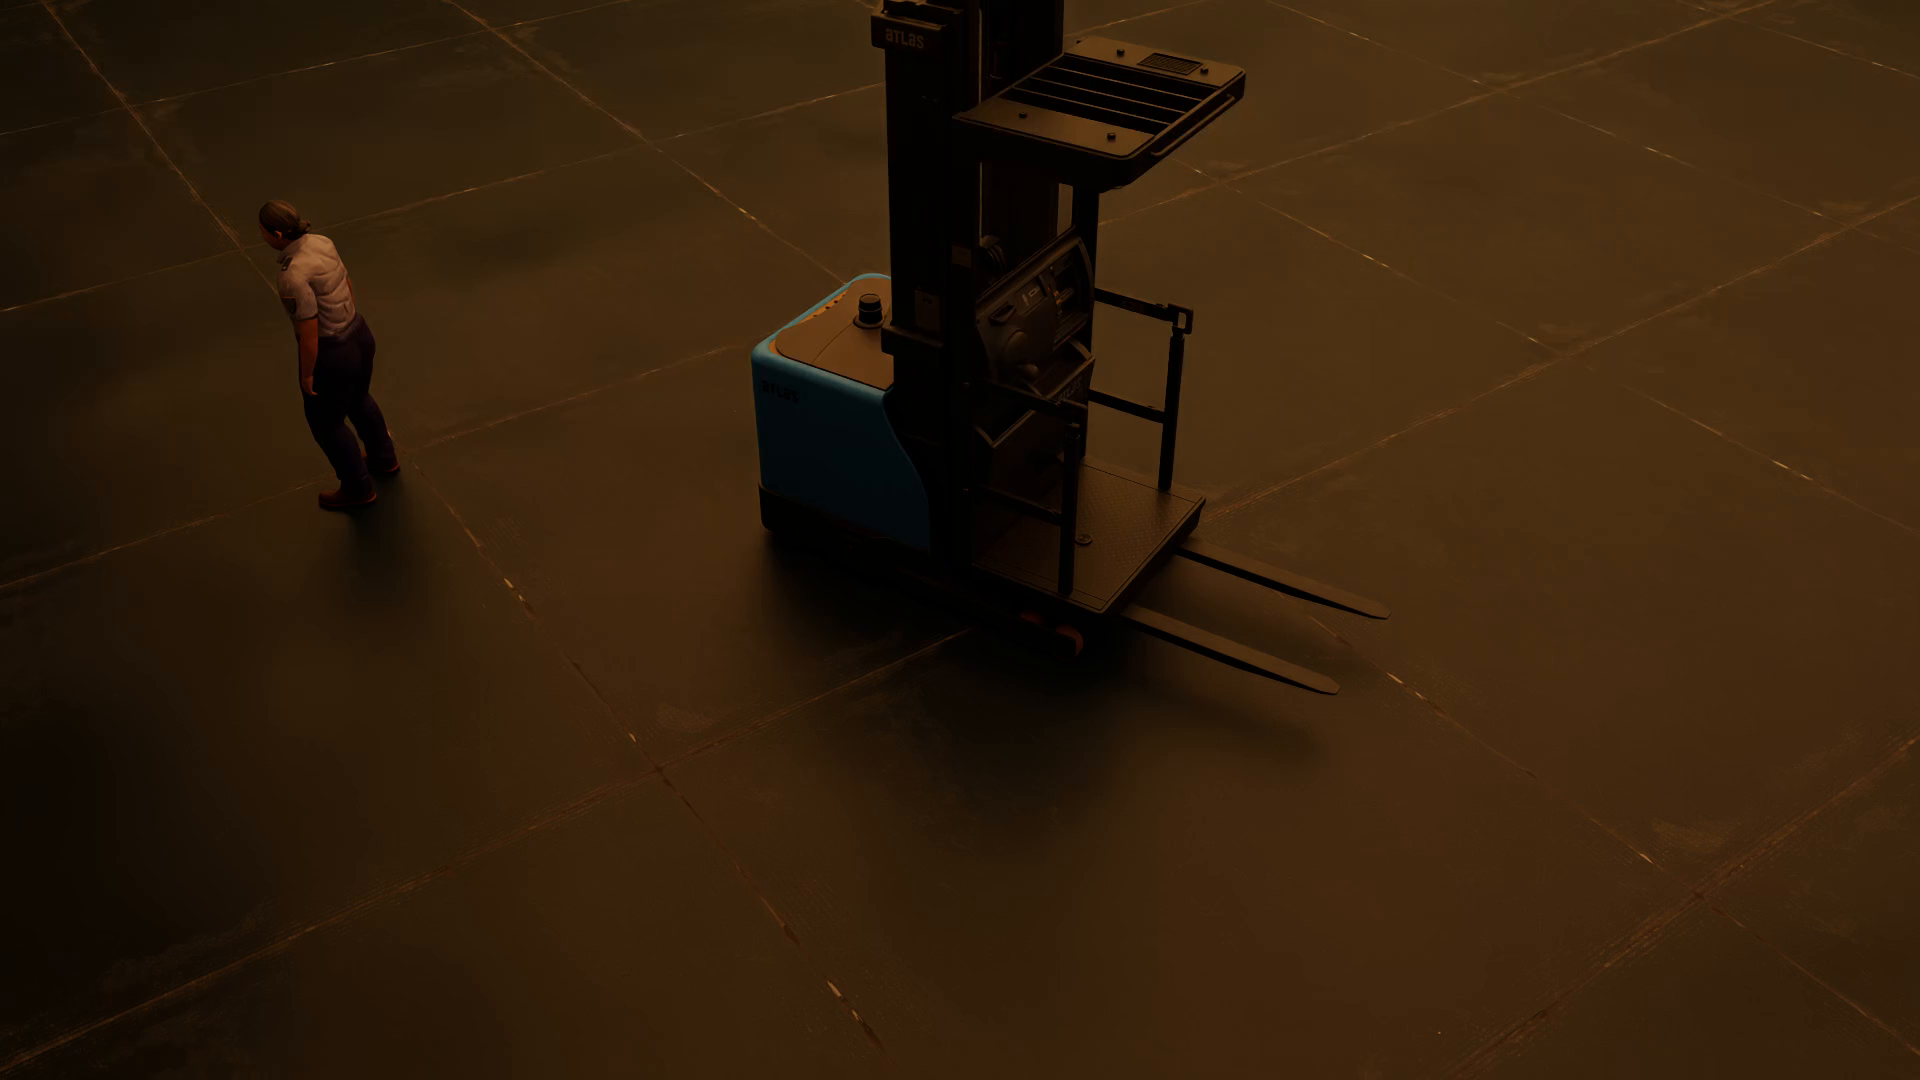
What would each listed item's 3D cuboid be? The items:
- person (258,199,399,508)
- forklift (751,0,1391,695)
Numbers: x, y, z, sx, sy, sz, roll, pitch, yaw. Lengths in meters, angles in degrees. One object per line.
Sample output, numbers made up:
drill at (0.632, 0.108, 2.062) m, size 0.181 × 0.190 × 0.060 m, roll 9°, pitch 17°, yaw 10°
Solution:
person at (-3.144, -0.936, 8.299) m, size 0.369 × 1.640 × 0.564 m, roll 4°, pitch 37°, yaw 6°
forklift at (0.514, -0.985, 7.276) m, size 3.031 × 2.935 × 1.130 m, roll 21°, pitch 41°, yaw 26°
